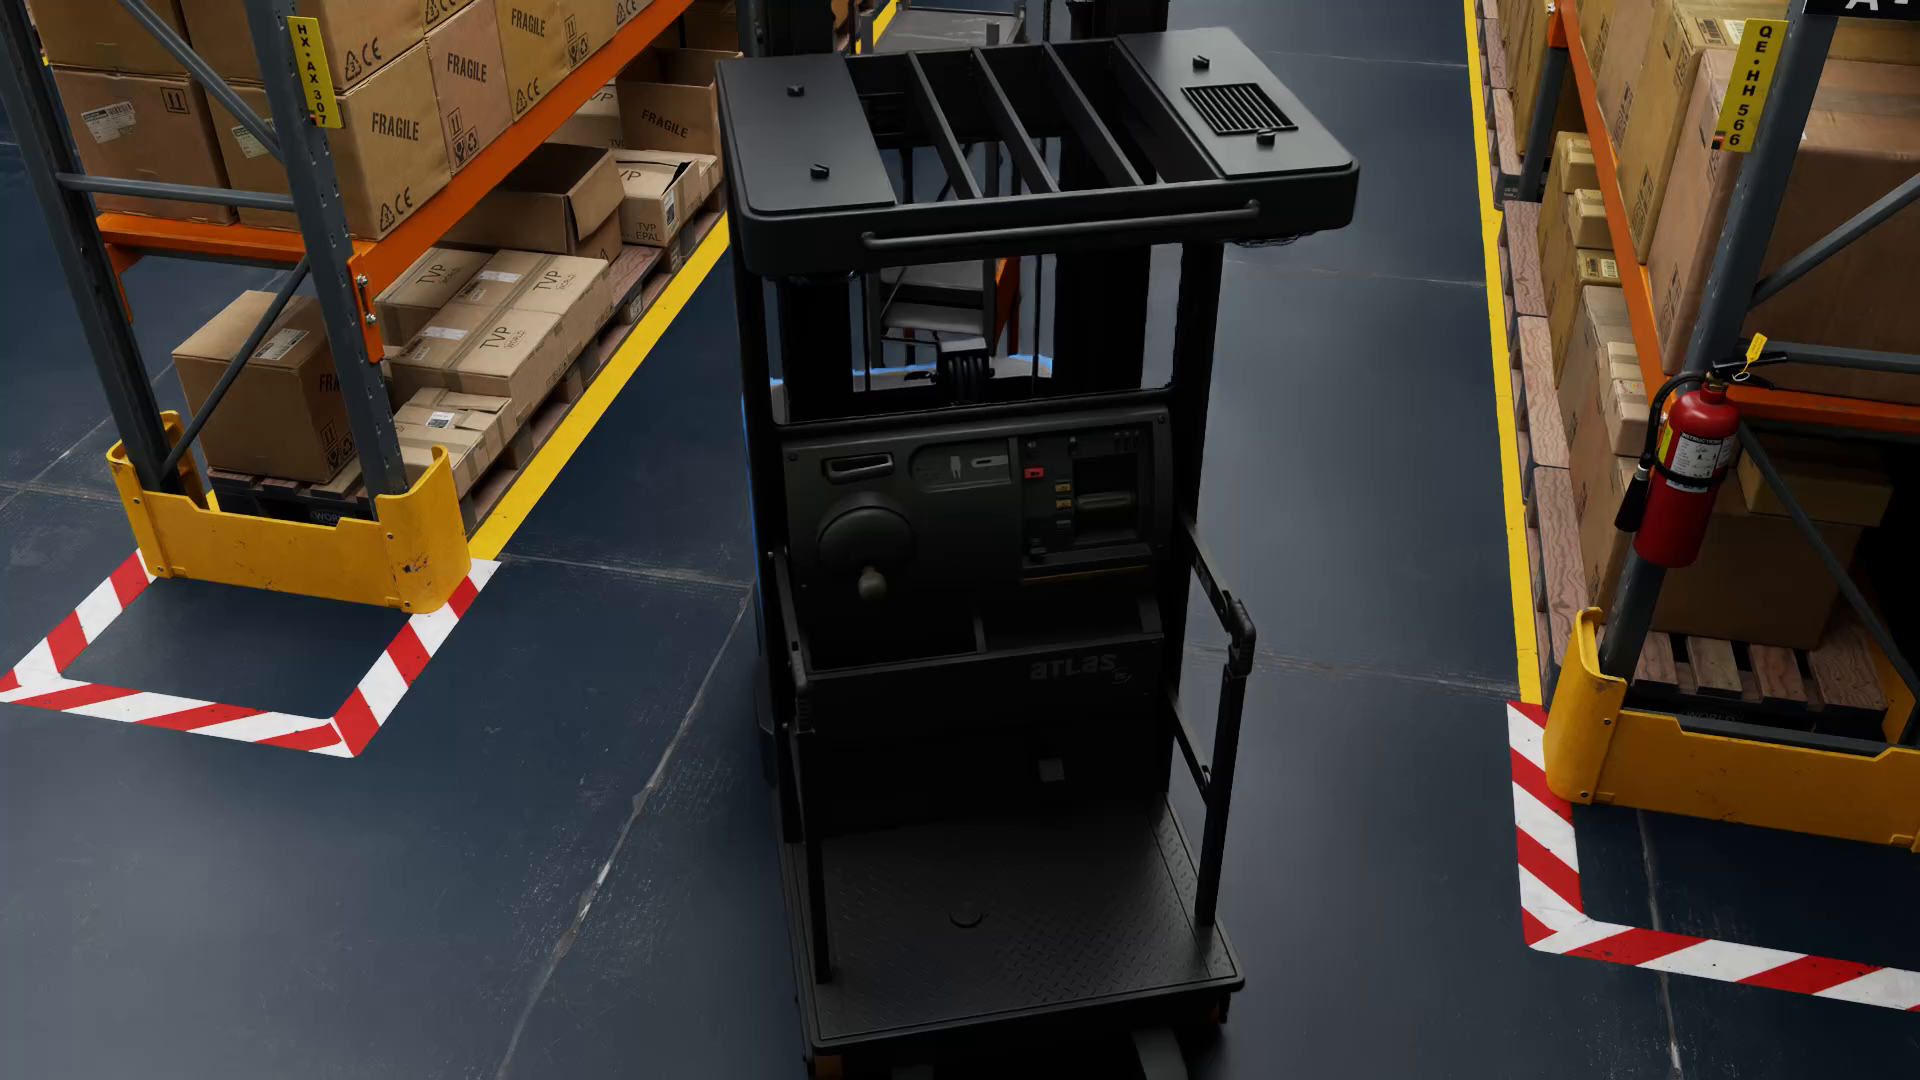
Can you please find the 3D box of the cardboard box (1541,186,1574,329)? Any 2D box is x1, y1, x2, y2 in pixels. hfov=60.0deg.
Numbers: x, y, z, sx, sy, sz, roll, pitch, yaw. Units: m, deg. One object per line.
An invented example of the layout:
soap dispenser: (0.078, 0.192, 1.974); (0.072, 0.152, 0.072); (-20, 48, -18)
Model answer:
cardboard box: (2.918, -1.201, 7.123); (0.700, 0.500, 0.500); (7, 37, 9)

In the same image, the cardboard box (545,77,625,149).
cardboard box: (-1.853, -2.241, 8.702); (0.500, 0.311, 0.500); (7, 37, 10)

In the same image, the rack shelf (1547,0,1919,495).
rack shelf: (2.861, -1.308, 6.112); (1.077, 0.370, 4.000); (7, 37, 10)

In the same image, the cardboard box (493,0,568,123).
cardboard box: (-1.839, -1.918, 6.254); (0.500, 0.500, 0.500); (7, 37, 10)

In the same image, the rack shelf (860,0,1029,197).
rack shelf: (-0.042, -1.322, 5.114); (0.431, 0.518, 0.480); (7, 37, 9)

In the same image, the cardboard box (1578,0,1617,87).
cardboard box: (2.996, -2.141, 6.392); (0.980, 0.700, 0.700); (6, 36, 9)

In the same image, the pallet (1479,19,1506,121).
pallet: (3.638, -2.771, 9.893); (1.003, 0.211, 1.213); (7, 37, 10)

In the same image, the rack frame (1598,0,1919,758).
rack frame: (2.434, -0.453, 4.319); (1.000, 3.000, 0.127); (7, 37, 10)

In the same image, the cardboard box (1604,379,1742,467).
cardboard box: (2.335, -0.384, 5.443); (0.380, 0.149, 0.250); (7, 37, 9)

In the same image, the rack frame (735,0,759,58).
rack frame: (-1.552, -3.365, 8.337); (1.000, 3.000, 0.127); (7, 37, 10)

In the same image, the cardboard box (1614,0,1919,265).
cardboard box: (2.678, -1.287, 5.214); (0.980, 0.700, 0.700); (7, 37, 10)

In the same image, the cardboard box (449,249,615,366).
cardboard box: (-1.799, -0.986, 7.023); (0.500, 0.250, 0.500); (7, 37, 10)

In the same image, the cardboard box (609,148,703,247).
cardboard box: (-1.556, -1.662, 7.904); (0.500, 0.311, 0.500); (7, 37, 10)

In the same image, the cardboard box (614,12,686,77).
cardboard box: (-1.726, -2.850, 9.381); (0.500, 0.500, 0.500); (7, 37, 10)

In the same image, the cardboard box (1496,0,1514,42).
cardboard box: (3.664, -3.433, 9.904); (0.750, 0.750, 0.750); (7, 37, 10)

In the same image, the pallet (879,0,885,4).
pallet: (-0.894, -4.106, 11.735); (1.003, 0.211, 1.213); (7, 37, 10)

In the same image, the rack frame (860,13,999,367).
rack frame: (-0.090, -0.626, 5.324); (0.400, 2.100, 0.015); (7, 37, 9)

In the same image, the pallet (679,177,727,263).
pallet: (-1.699, -1.842, 8.612); (1.003, 0.211, 1.213); (7, 37, 10)

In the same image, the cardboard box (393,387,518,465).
cardboard box: (-1.927, -0.443, 6.345); (0.380, 0.166, 0.250); (7, 37, 10)

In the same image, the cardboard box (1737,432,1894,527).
cardboard box: (2.655, -0.191, 5.177); (0.380, 0.149, 0.250); (8, 37, 10)

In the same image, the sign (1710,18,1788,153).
sign: (1.907, -1.094, 4.015); (0.100, 0.325, 0.005); (7, 37, 10)

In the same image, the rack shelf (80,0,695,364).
rack shelf: (-1.979, -1.927, 6.966); (1.077, 0.370, 4.000); (7, 37, 10)

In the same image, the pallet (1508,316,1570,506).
pallet: (2.791, -0.489, 6.746); (1.003, 0.211, 1.213); (7, 37, 10)

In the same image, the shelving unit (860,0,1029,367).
shelving unit: (-0.044, -0.767, 5.518); (0.431, 2.100, 0.503); (7, 37, 9)

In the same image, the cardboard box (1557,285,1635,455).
cardboard box: (2.700, -0.600, 6.294); (0.700, 0.500, 0.500); (6, 36, 8)

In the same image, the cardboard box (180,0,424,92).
cardboard box: (-2.054, -1.739, 5.155); (0.500, 0.500, 0.500); (8, 37, 11)

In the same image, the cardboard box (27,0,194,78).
cardboard box: (-2.580, -1.807, 5.250); (0.500, 0.500, 0.500); (7, 37, 10)

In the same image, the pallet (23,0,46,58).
pallet: (-6.184, -3.296, 10.618); (1.003, 0.211, 1.213); (7, 37, 10)

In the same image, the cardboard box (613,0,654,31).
cardboard box: (-1.624, -2.496, 7.053); (0.500, 0.500, 0.500); (8, 37, 11)

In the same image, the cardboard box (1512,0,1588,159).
cardboard box: (3.300, -2.435, 8.527); (0.750, 0.750, 0.750); (8, 37, 11)

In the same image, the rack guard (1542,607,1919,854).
rack guard: (2.429, 0.573, 5.034); (1.175, 0.500, 0.348); (7, 37, 10)

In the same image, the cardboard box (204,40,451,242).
cardboard box: (-2.054, -1.334, 5.449); (0.500, 0.500, 0.500); (8, 37, 11)

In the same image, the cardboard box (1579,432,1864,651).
cardboard box: (2.486, -0.025, 5.500); (0.700, 0.500, 0.500); (7, 37, 10)

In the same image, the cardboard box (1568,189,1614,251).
cardboard box: (2.666, -1.278, 6.677); (0.380, 0.149, 0.250); (6, 36, 9)

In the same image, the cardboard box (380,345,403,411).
cardboard box: (-2.356, -0.666, 6.653); (0.380, 0.166, 0.250); (7, 37, 10)

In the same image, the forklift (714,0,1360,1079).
forklift: (0.093, -0.018, 3.777); (1.130, 2.935, 3.031); (-6, 36, -9)

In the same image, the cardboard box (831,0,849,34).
cardboard box: (-0.993, -3.371, 10.100); (0.500, 0.500, 0.500); (8, 37, 11)

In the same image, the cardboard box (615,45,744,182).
cardboard box: (-1.396, -2.169, 8.442); (0.500, 0.500, 0.500); (7, 37, 10)

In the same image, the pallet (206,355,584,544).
pallet: (-2.220, -0.443, 6.682); (1.003, 0.211, 1.213); (7, 37, 10)
